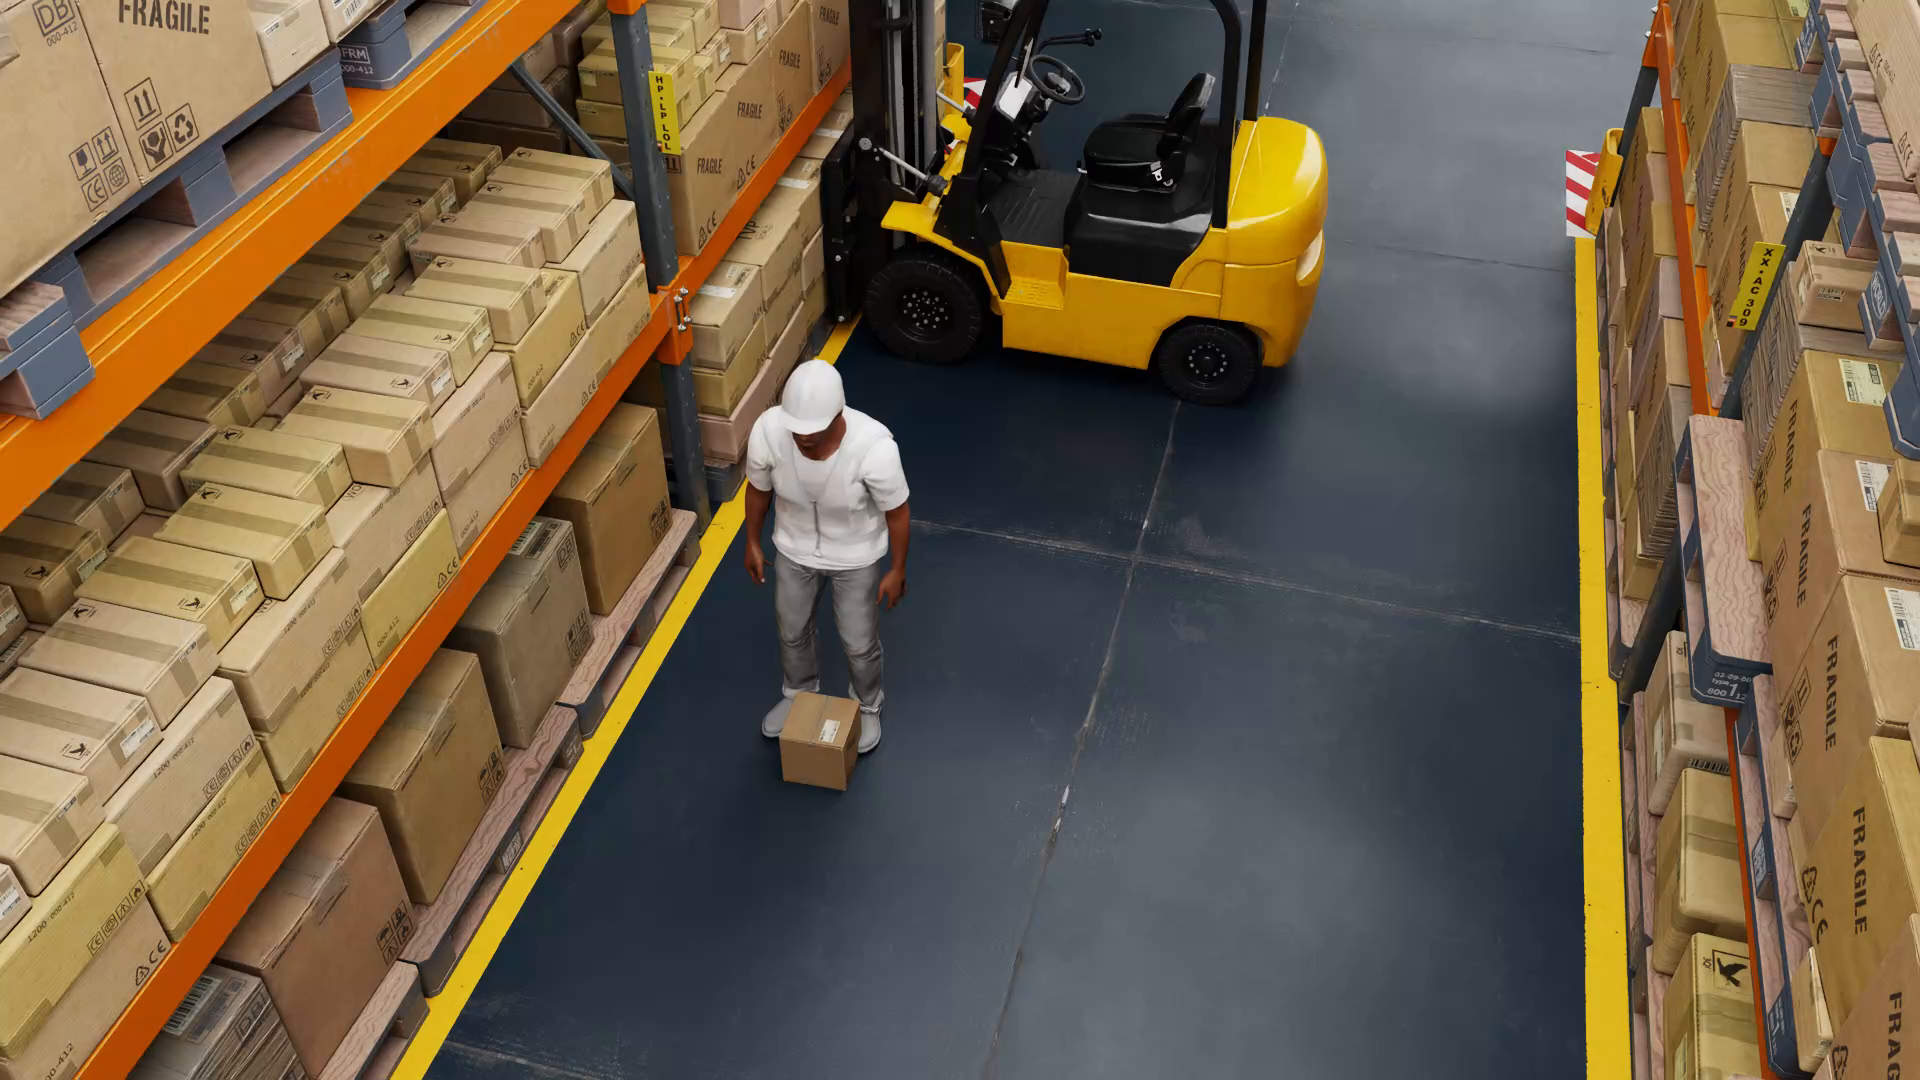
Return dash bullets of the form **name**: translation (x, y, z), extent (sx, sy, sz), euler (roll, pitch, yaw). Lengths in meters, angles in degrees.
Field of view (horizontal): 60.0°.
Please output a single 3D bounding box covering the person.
- **person**: translation (-0.490, 0.058, 6.076), extent (0.626, 1.761, 0.455), euler (10, 42, 11)
